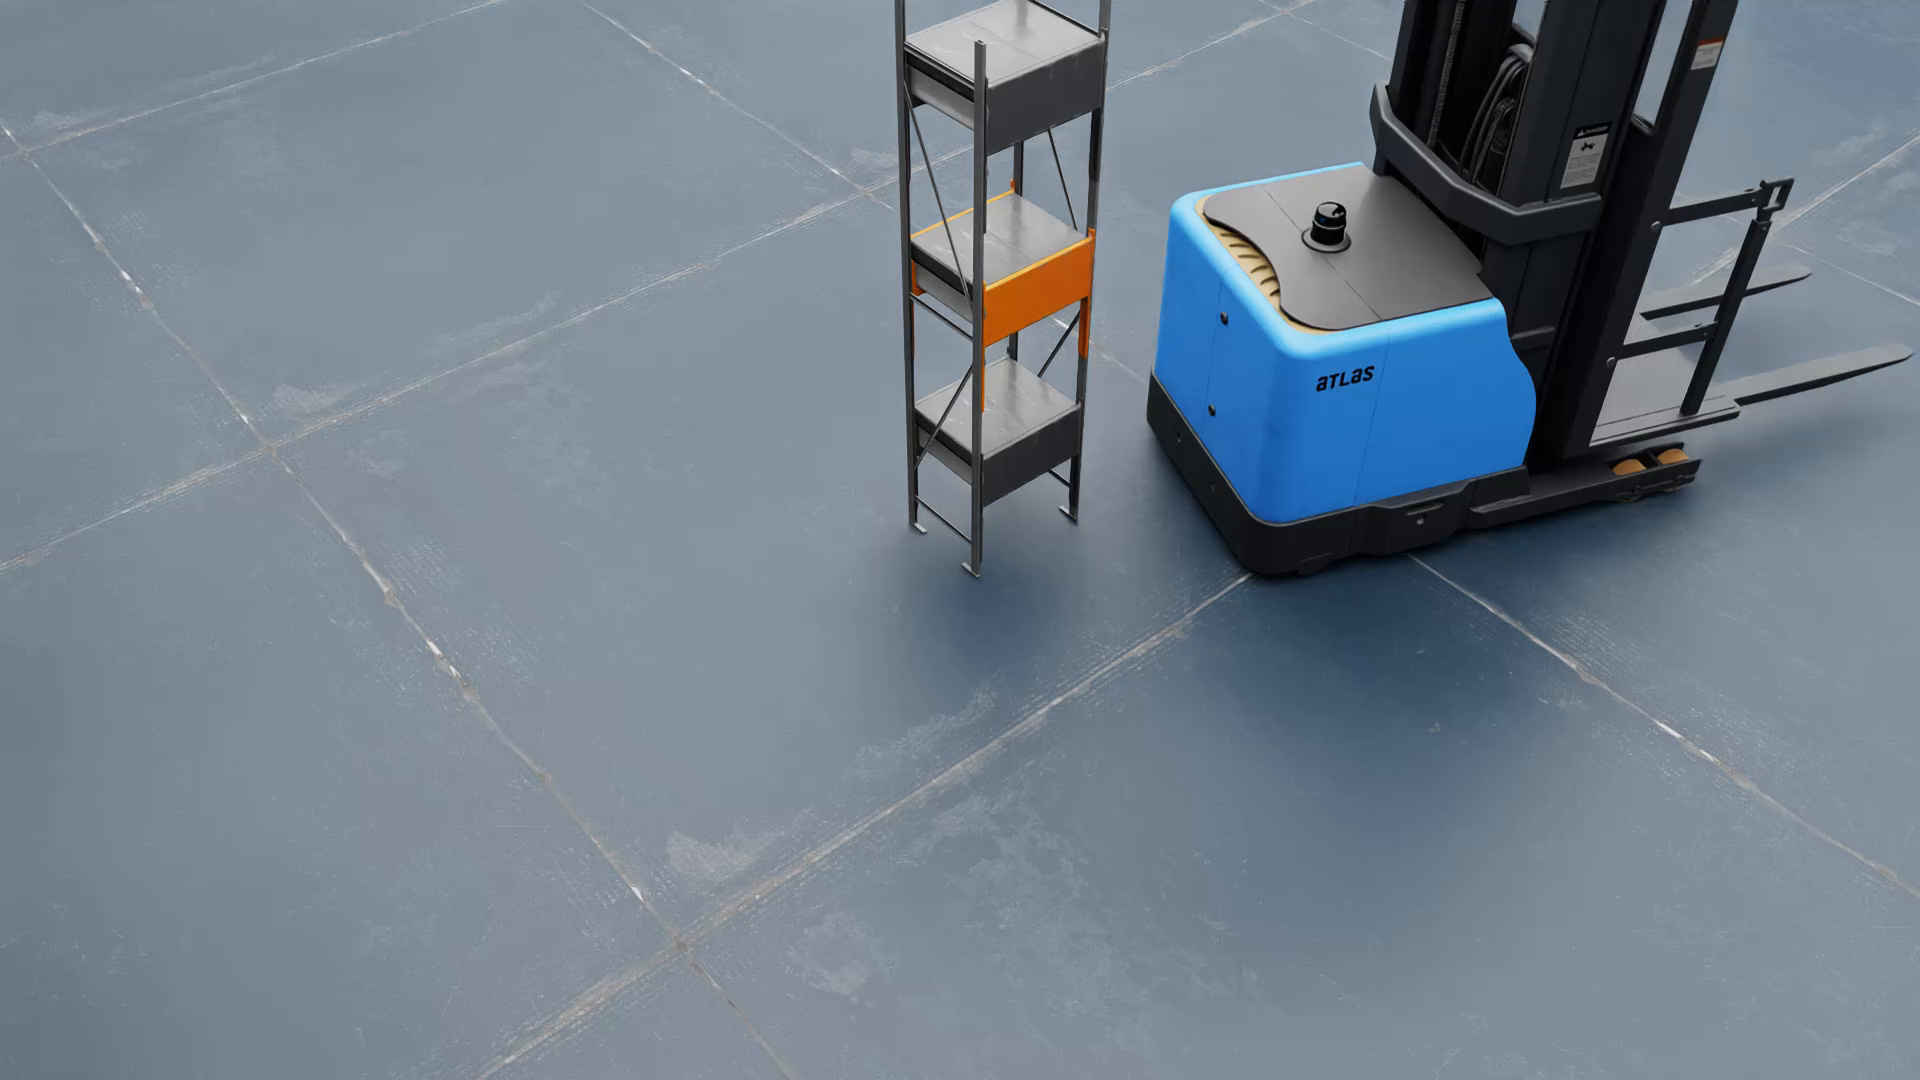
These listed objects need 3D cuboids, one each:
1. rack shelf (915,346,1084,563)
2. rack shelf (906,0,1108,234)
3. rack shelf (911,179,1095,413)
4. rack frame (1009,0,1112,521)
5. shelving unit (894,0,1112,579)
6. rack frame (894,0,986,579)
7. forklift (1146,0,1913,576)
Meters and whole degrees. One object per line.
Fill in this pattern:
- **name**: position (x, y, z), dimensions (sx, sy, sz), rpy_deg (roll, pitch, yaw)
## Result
- **rack shelf**: position (0.127, -0.318, 6.097), dimensions (0.480, 0.518, 0.431), rpy_deg (-30, 51, -28)
- **rack shelf**: position (0.127, -1.338, 5.139), dimensions (0.480, 0.518, 0.431), rpy_deg (-30, 51, -28)
- **rack shelf**: position (0.127, -0.828, 5.618), dimensions (0.480, 0.518, 0.431), rpy_deg (-30, 51, -28)
- **rack frame**: position (0.314, -0.945, 5.723), dimensions (0.015, 2.100, 0.400), rpy_deg (-30, 51, -28)
- **shelving unit**: position (0.127, -0.838, 5.609), dimensions (0.503, 2.100, 0.431), rpy_deg (-30, 51, -28)
- **rack frame**: position (-0.060, -0.731, 5.494), dimensions (0.015, 2.100, 0.400), rpy_deg (-30, 51, -28)
- **forklift**: position (2.321, -1.544, 5.753), dimensions (3.031, 2.935, 1.130), rpy_deg (-13, 45, -14)
